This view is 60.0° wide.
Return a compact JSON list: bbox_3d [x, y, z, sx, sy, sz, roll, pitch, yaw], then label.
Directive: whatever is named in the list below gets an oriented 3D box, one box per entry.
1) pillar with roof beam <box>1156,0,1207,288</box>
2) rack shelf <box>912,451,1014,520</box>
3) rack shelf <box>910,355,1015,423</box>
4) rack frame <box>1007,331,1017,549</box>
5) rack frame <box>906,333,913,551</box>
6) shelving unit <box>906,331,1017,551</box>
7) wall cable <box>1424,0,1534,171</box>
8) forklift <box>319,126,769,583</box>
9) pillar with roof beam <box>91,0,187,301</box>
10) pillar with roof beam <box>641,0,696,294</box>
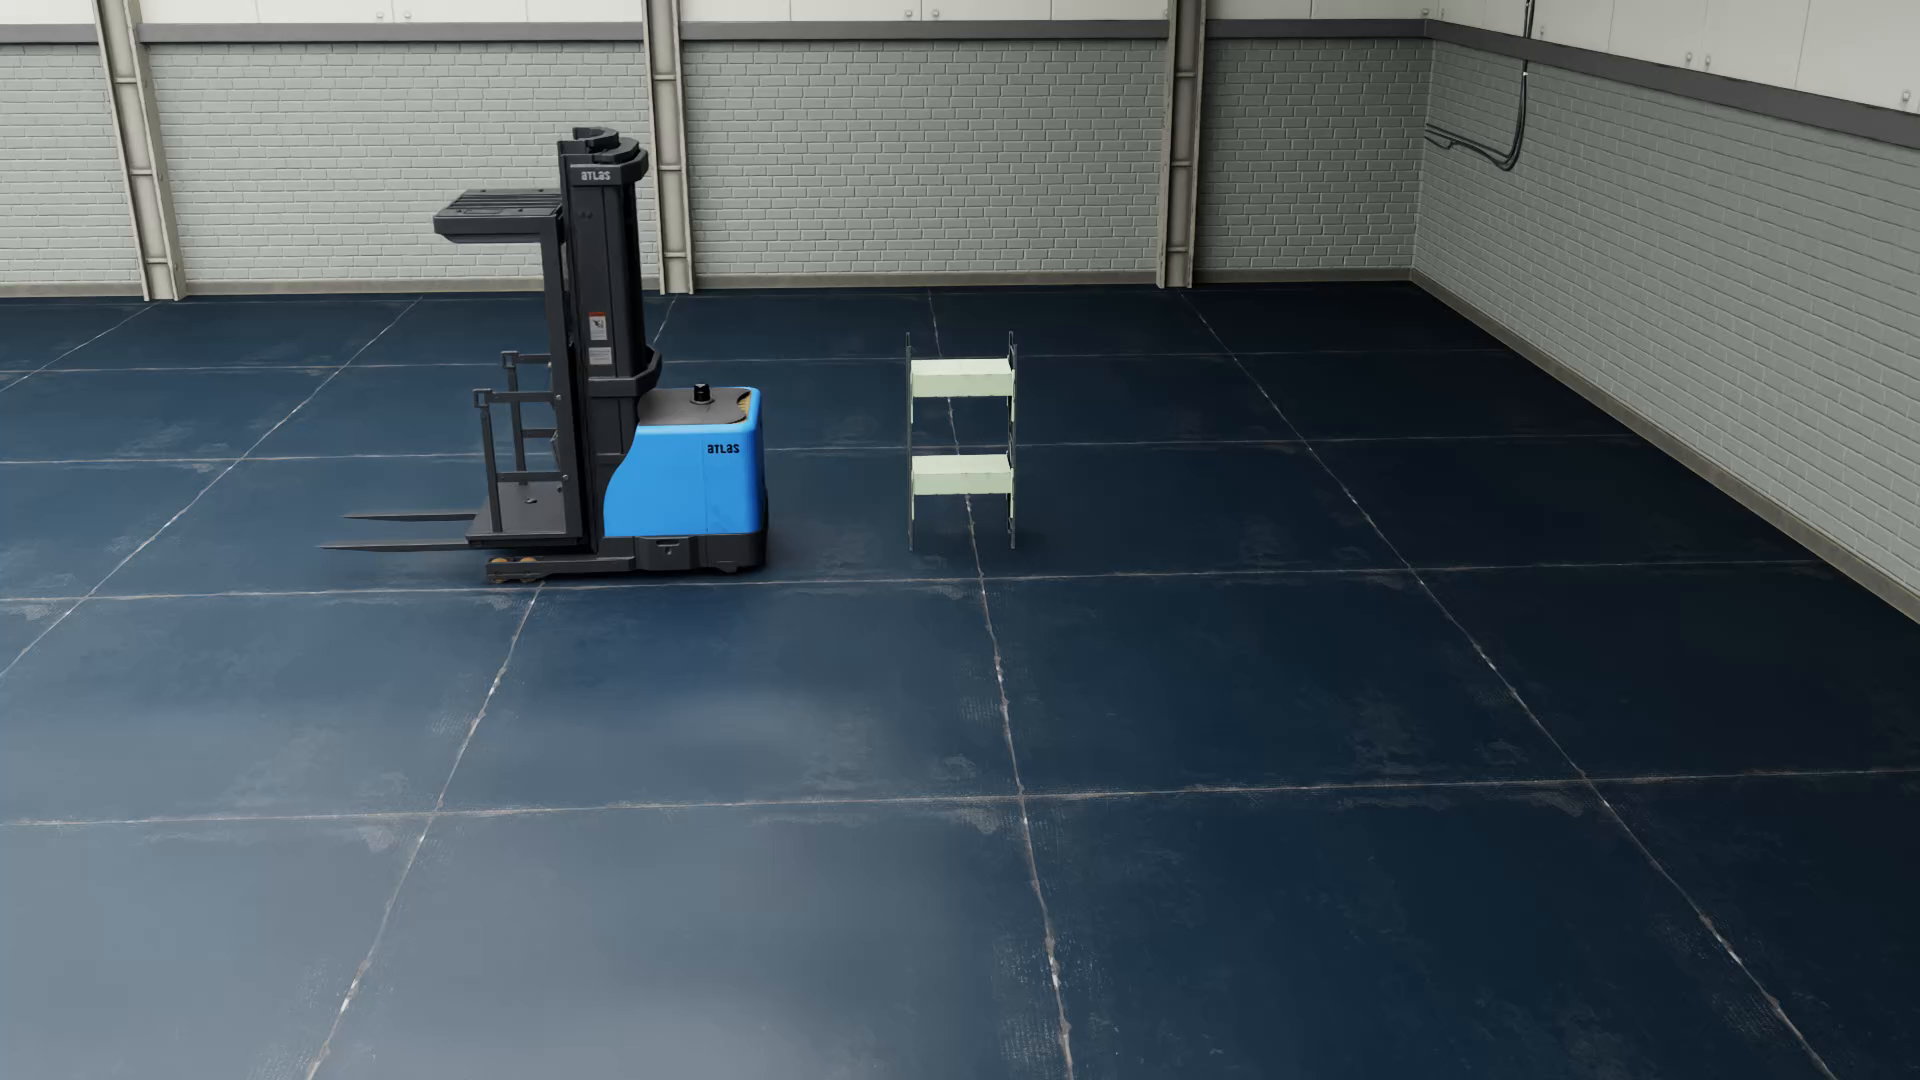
[{"bbox_3d":[2.854,-5.783,14.663,0.400,9.000,9.100,-1,21,-3],"label":"pillar with roof beam"},{"bbox_3d":[0.007,-0.396,11.970,0.720,0.370,0.431,-1,21,-3],"label":"rack shelf"},{"bbox_3d":[0.007,-1.066,11.716,0.720,0.370,0.431,-1,21,-3],"label":"rack shelf"},{"bbox_3d":[0.372,-0.708,11.874,0.023,1.500,0.400,-1,21,-3],"label":"rack frame"},{"bbox_3d":[-0.359,-0.694,11.835,0.023,1.500,0.400,-1,21,-3],"label":"rack frame"},{"bbox_3d":[0.007,-0.701,11.854,0.755,1.500,0.431,-1,21,-3],"label":"shelving unit"},{"bbox_3d":[5.625,-5.451,18.155,0.112,2.526,3.097,-1,21,-3],"label":"wall cable"},{"bbox_3d":[-2.901,-1.271,11.341,3.031,2.935,1.130,-1,21,-4],"label":"forklift"},{"bbox_3d":[-9.126,-5.539,14.023,0.400,9.000,9.100,-1,21,-3],"label":"pillar with roof beam"},{"bbox_3d":[-3.136,-5.661,14.343,0.400,9.000,9.100,-1,21,-3],"label":"pillar with roof beam"}]
